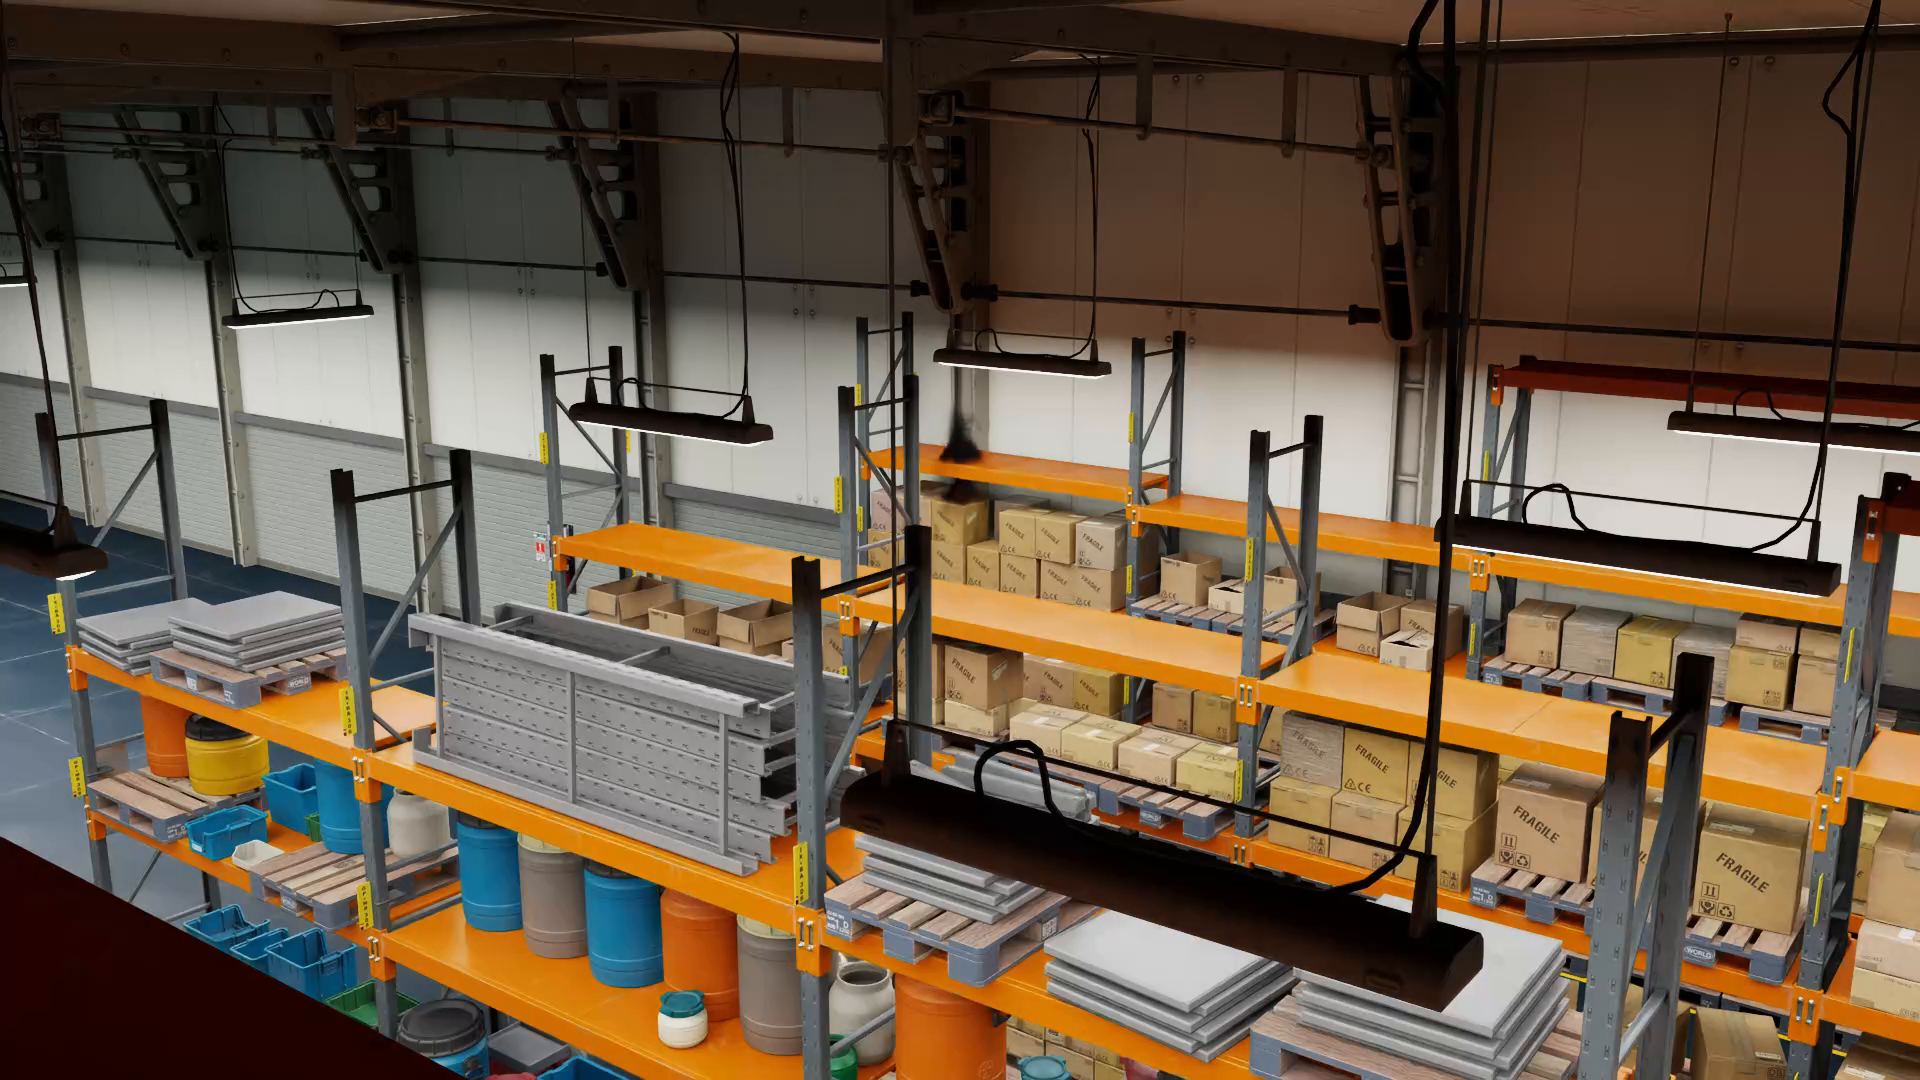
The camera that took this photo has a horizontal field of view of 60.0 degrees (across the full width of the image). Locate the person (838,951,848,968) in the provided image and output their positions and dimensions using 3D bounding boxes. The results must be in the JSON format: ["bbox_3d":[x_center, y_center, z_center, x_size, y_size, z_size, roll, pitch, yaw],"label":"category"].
[{"bbox_3d":[-1.081,4.072,14.205,0.759,1.587,0.676,-10,16,-37],"label":"person"}]

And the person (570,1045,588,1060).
[{"bbox_3d":[-3.282,4.059,13.912,0.714,1.792,0.719,12,17,41],"label":"person"}]
